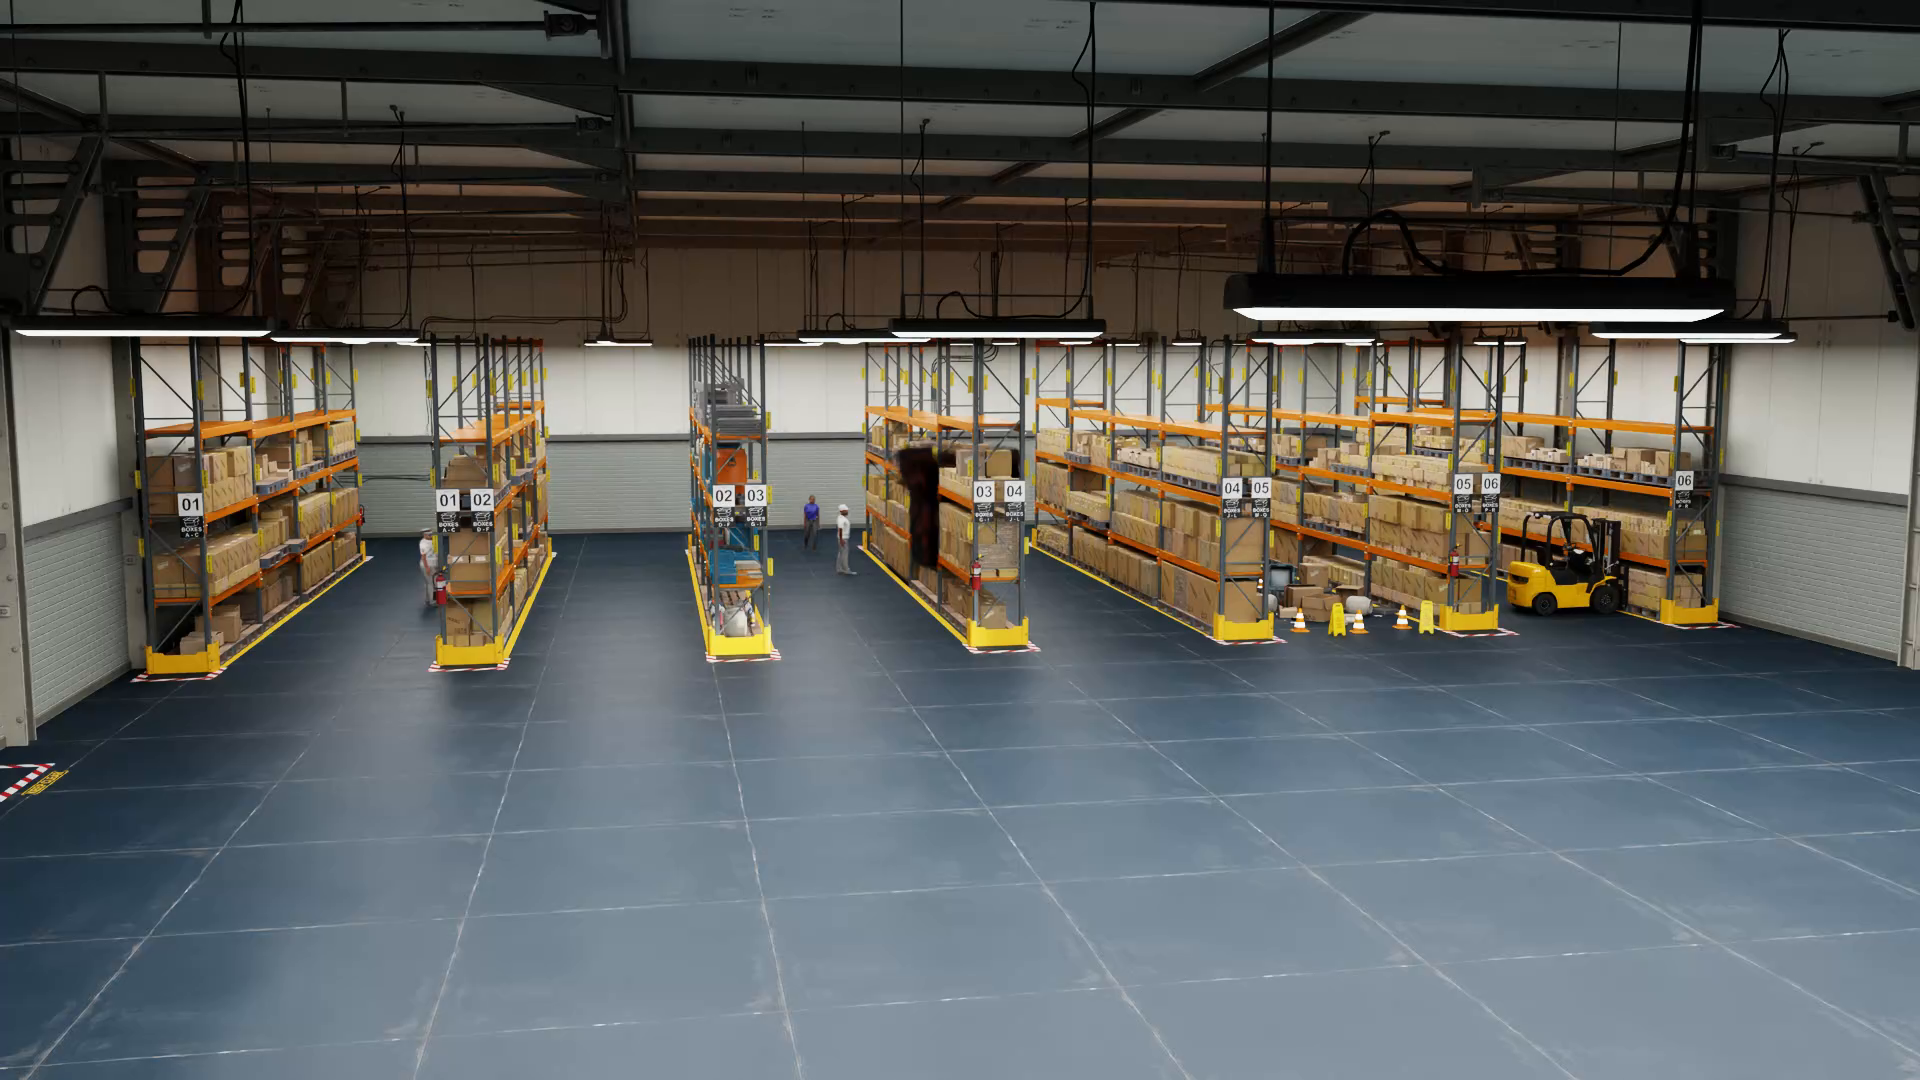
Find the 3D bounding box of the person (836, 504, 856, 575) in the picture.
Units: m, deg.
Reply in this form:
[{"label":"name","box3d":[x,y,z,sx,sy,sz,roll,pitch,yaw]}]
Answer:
[{"label":"person","box3d":[-2.907,-0.021,42.503,0.524,1.785,0.598,0,7,1]}]

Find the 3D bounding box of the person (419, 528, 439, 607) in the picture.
[{"label":"person","box3d":[-11.798,0.606,37.094,0.467,1.741,0.614,-2,7,-19]}]

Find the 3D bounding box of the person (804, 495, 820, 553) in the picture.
[{"label":"person","box3d":[-4.180,-0.465,46.873,0.460,1.627,0.665,-1,7,-12]}]
